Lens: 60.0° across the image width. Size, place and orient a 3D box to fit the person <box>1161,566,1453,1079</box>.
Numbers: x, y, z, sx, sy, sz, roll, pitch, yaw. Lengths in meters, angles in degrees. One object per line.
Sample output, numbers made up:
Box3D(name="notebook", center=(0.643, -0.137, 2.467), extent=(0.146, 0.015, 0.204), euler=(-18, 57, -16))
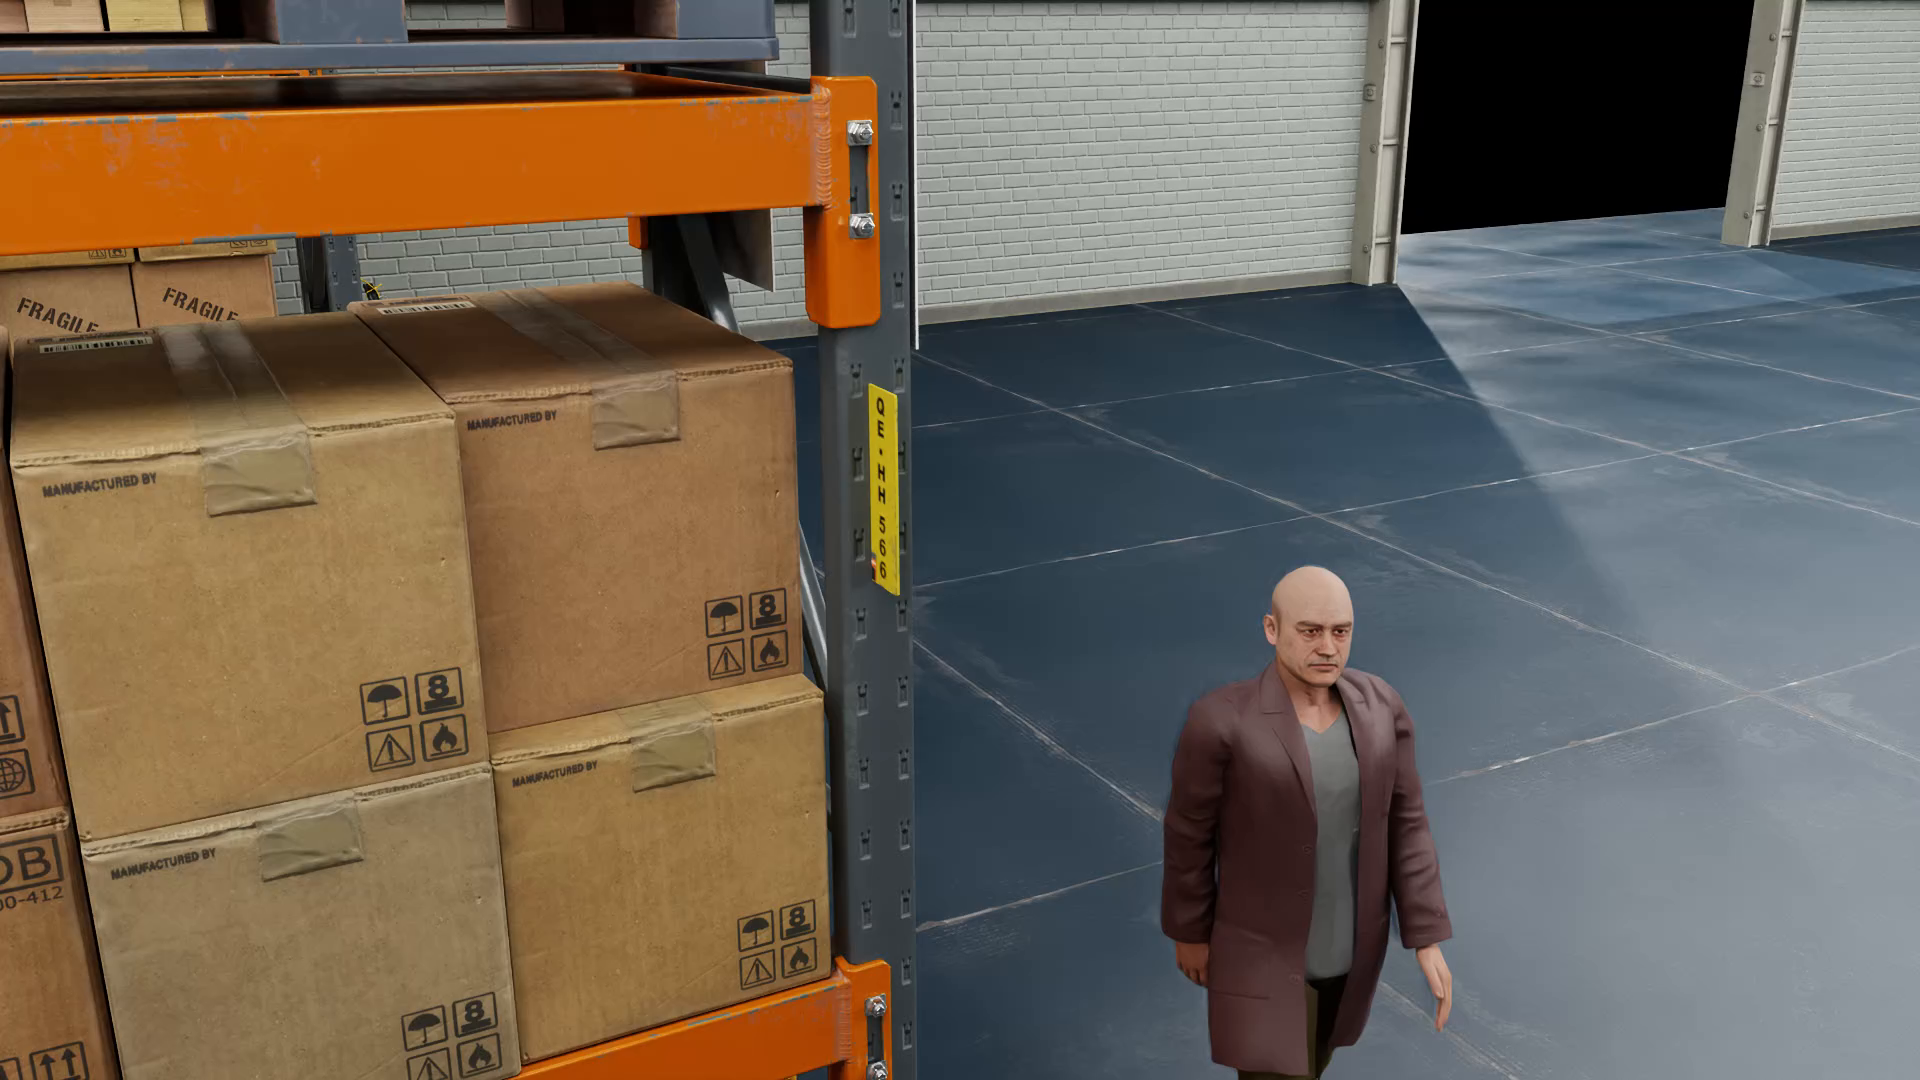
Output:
Box3D(name="person", center=(0.801, 0.948, 3.680), extent=(0.577, 1.777, 0.917), euler=(-6, 19, -18))
